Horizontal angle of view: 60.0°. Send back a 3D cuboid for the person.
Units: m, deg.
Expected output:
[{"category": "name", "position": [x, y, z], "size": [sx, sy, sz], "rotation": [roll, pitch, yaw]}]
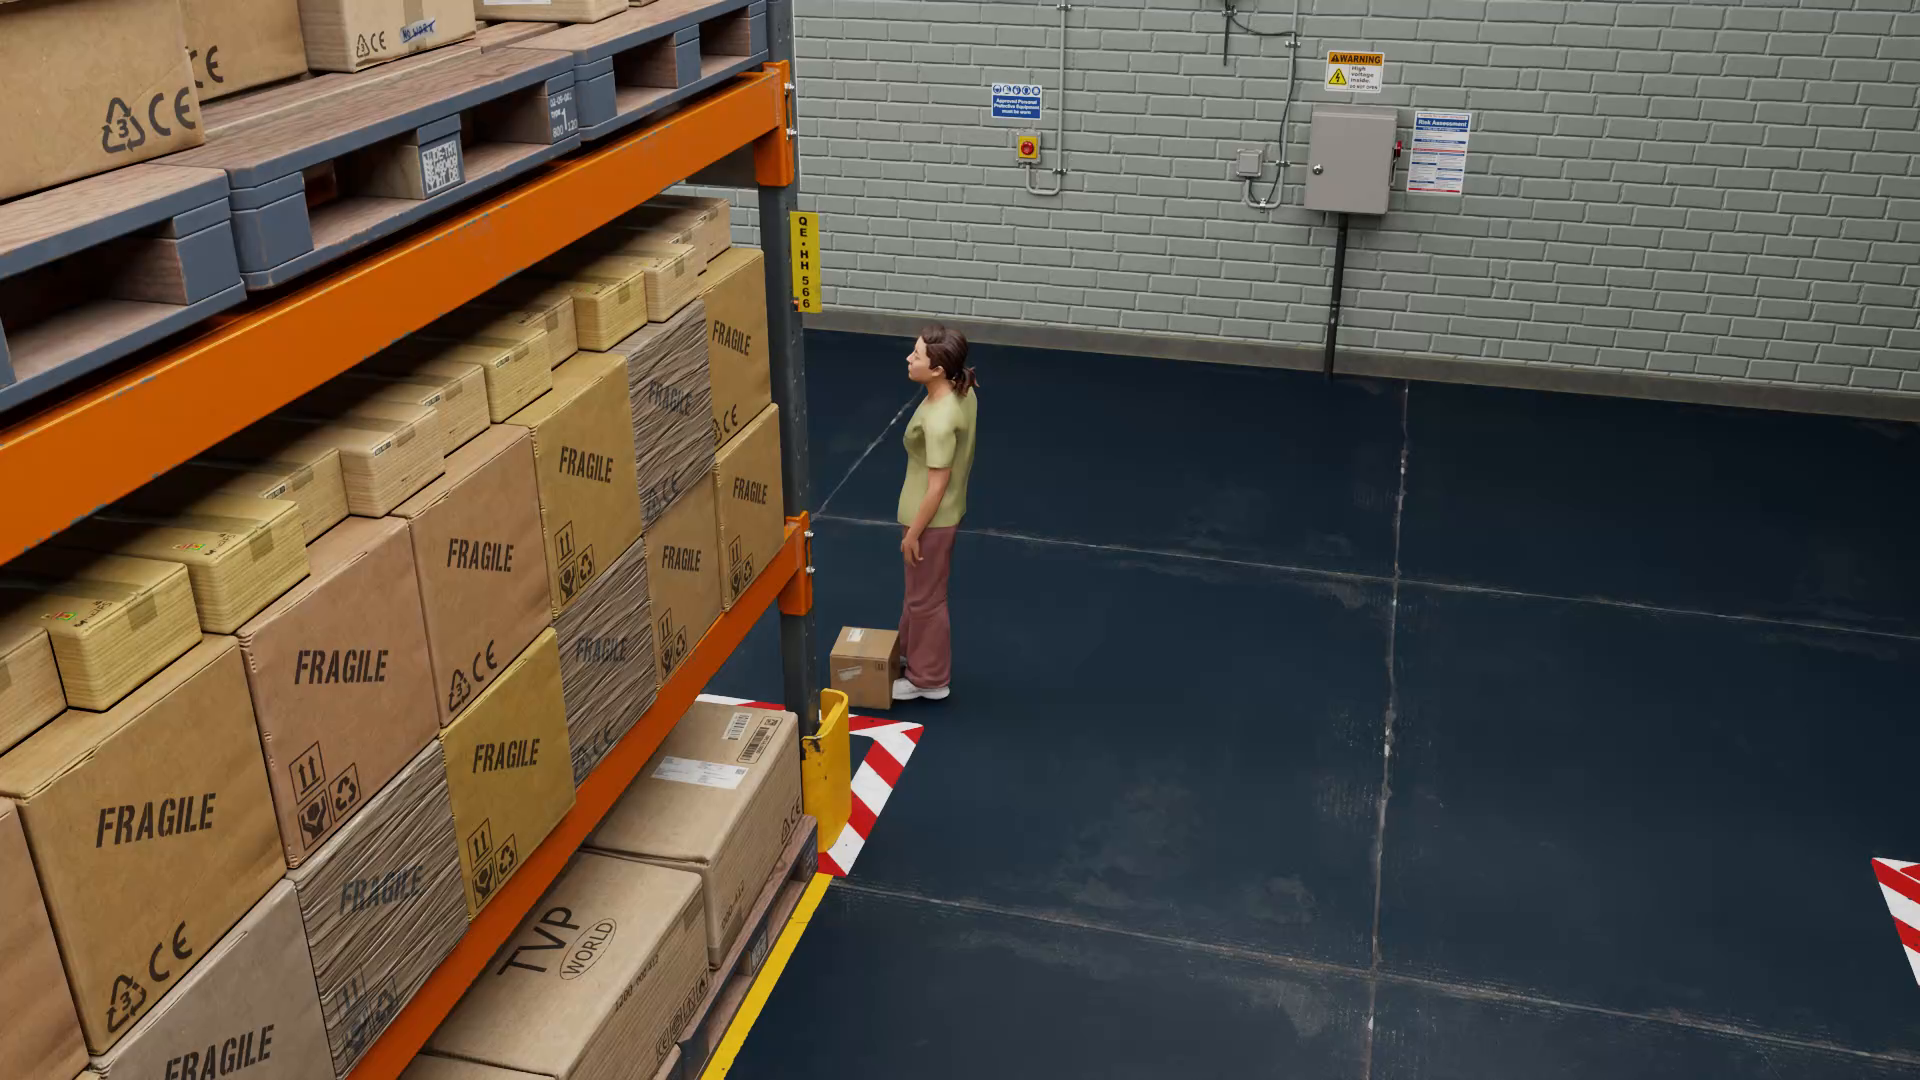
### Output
[{"category": "person", "position": [-0.184, -0.100, 6.800], "size": [0.547, 1.673, 0.553], "rotation": [5, 26, 11]}]
